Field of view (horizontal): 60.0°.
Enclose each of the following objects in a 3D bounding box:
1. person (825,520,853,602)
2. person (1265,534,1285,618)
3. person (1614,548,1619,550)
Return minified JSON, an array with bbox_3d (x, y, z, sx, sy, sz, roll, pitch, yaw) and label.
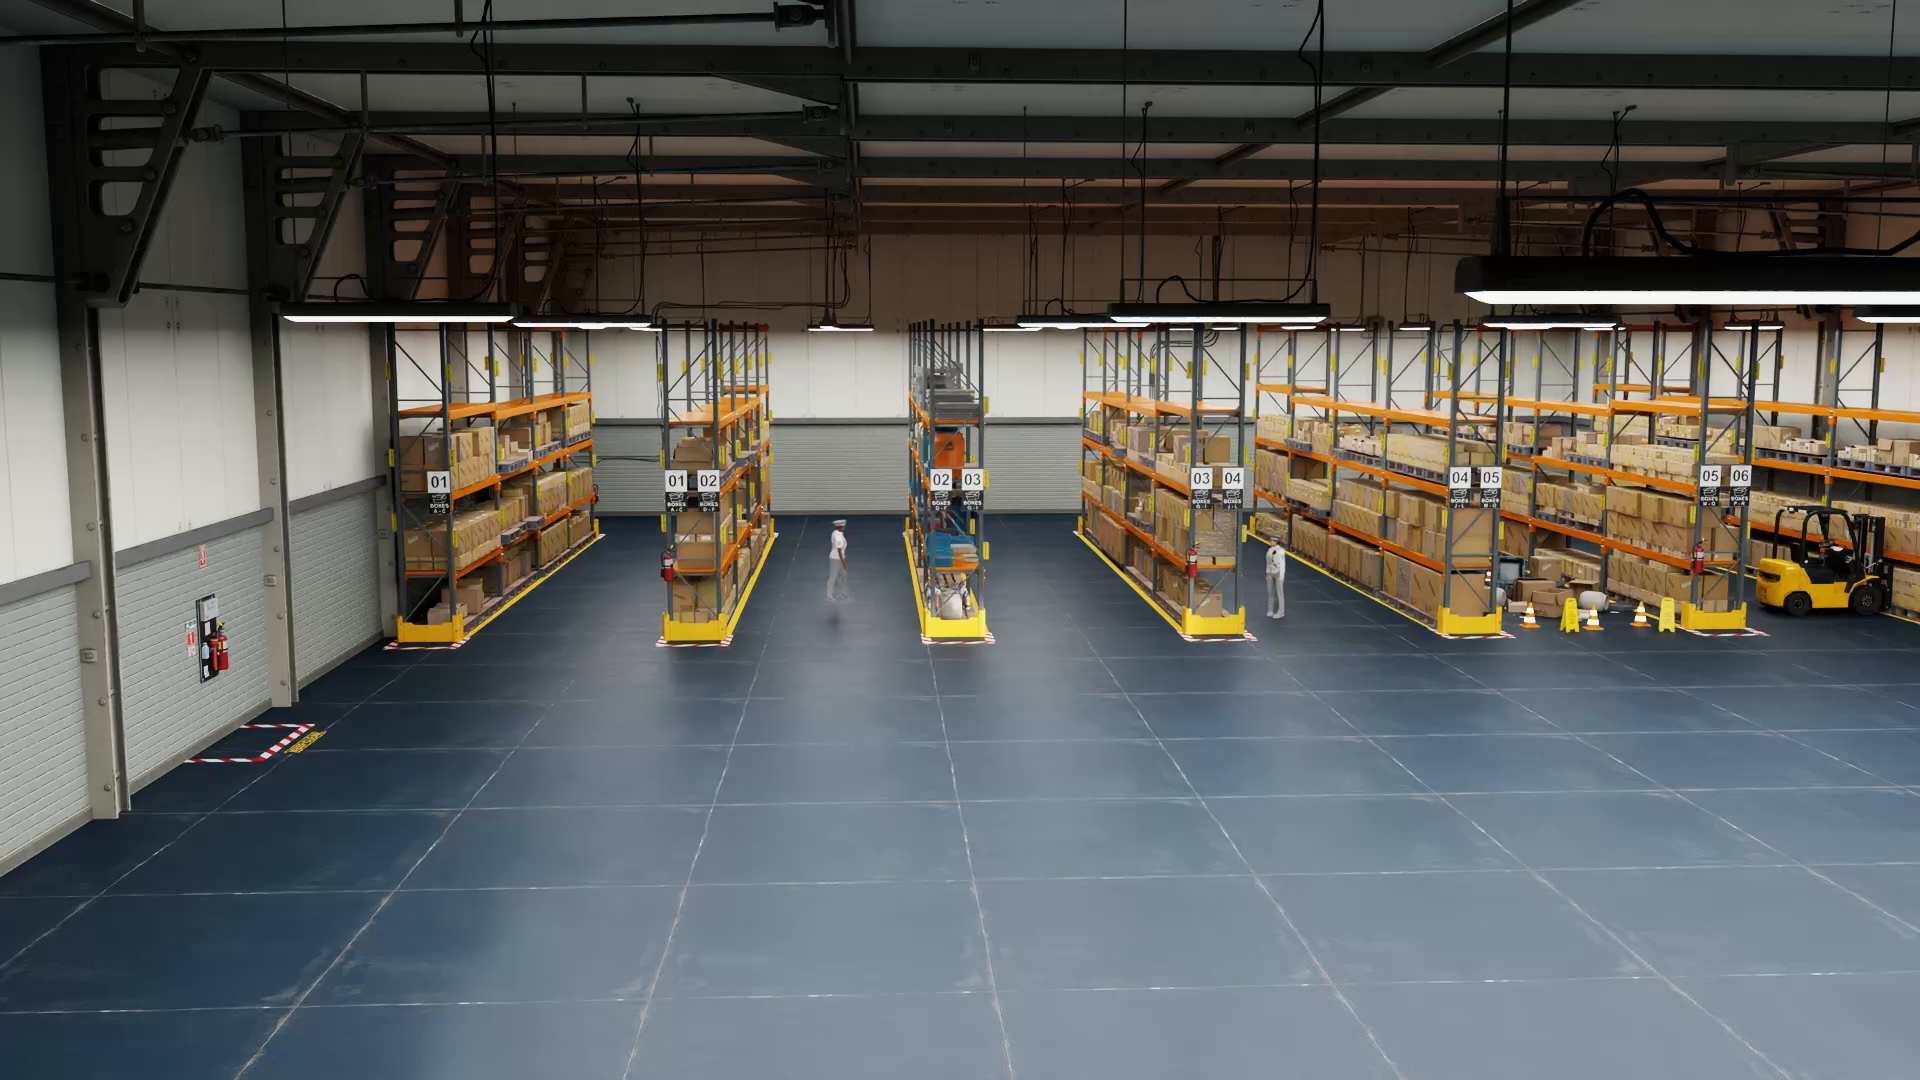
[{"bbox_3d":[-2.476,0.432,33.954,0.526,1.702,0.622,0,7,4],"label":"person"},{"bbox_3d":[6.404,0.714,33.832,0.366,1.687,0.489,-7,10,-44],"label":"person"},{"bbox_3d":[16.140,-0.196,40.840,0.444,1.786,0.660,3,8,21],"label":"person"}]
